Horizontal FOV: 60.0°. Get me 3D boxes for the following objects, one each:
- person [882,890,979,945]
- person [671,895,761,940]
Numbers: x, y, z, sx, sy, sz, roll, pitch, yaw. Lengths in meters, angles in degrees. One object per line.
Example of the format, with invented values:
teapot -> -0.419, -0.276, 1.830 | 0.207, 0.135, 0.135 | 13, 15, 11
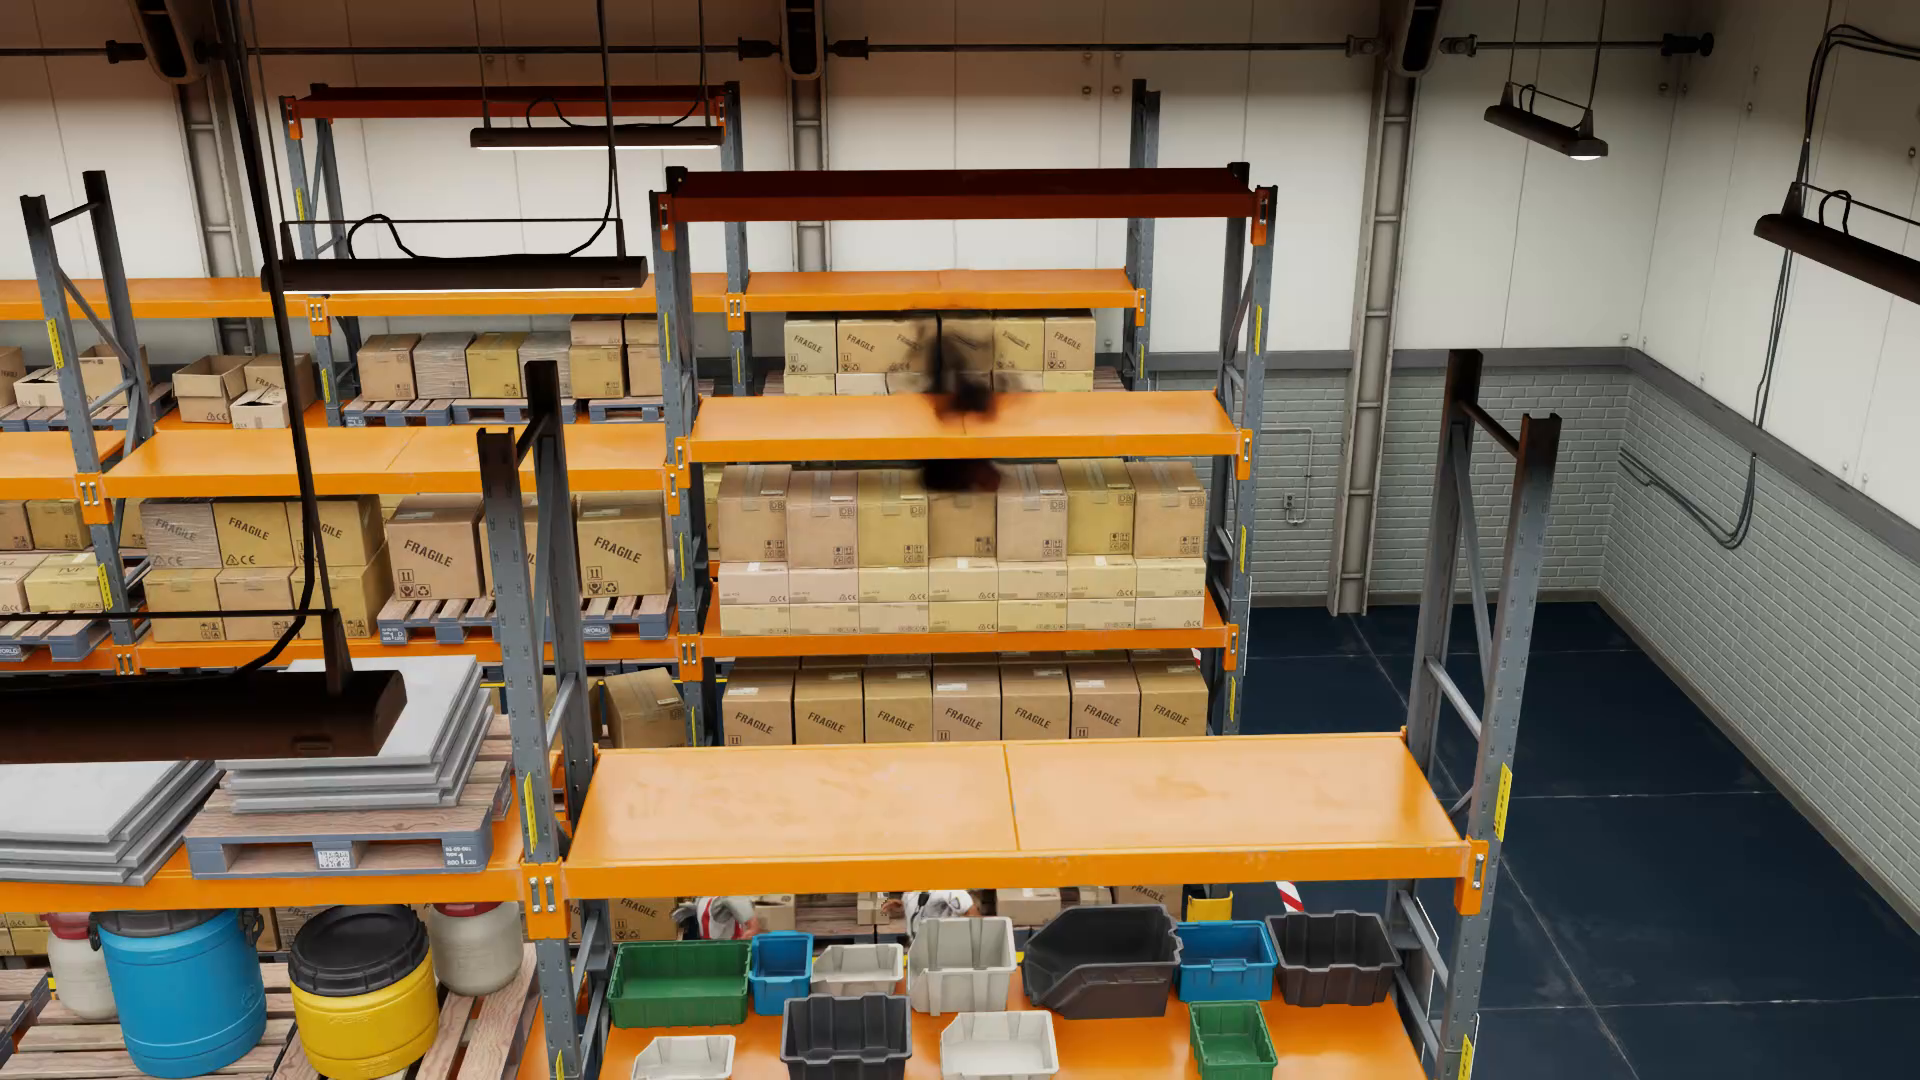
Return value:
person -> -0.151, 2.795, 11.443 | 0.765, 1.726, 0.593 | -3, 22, -7
person -> -1.600, 2.779, 11.300 | 0.876, 1.761, 0.661 | -4, 22, -9
